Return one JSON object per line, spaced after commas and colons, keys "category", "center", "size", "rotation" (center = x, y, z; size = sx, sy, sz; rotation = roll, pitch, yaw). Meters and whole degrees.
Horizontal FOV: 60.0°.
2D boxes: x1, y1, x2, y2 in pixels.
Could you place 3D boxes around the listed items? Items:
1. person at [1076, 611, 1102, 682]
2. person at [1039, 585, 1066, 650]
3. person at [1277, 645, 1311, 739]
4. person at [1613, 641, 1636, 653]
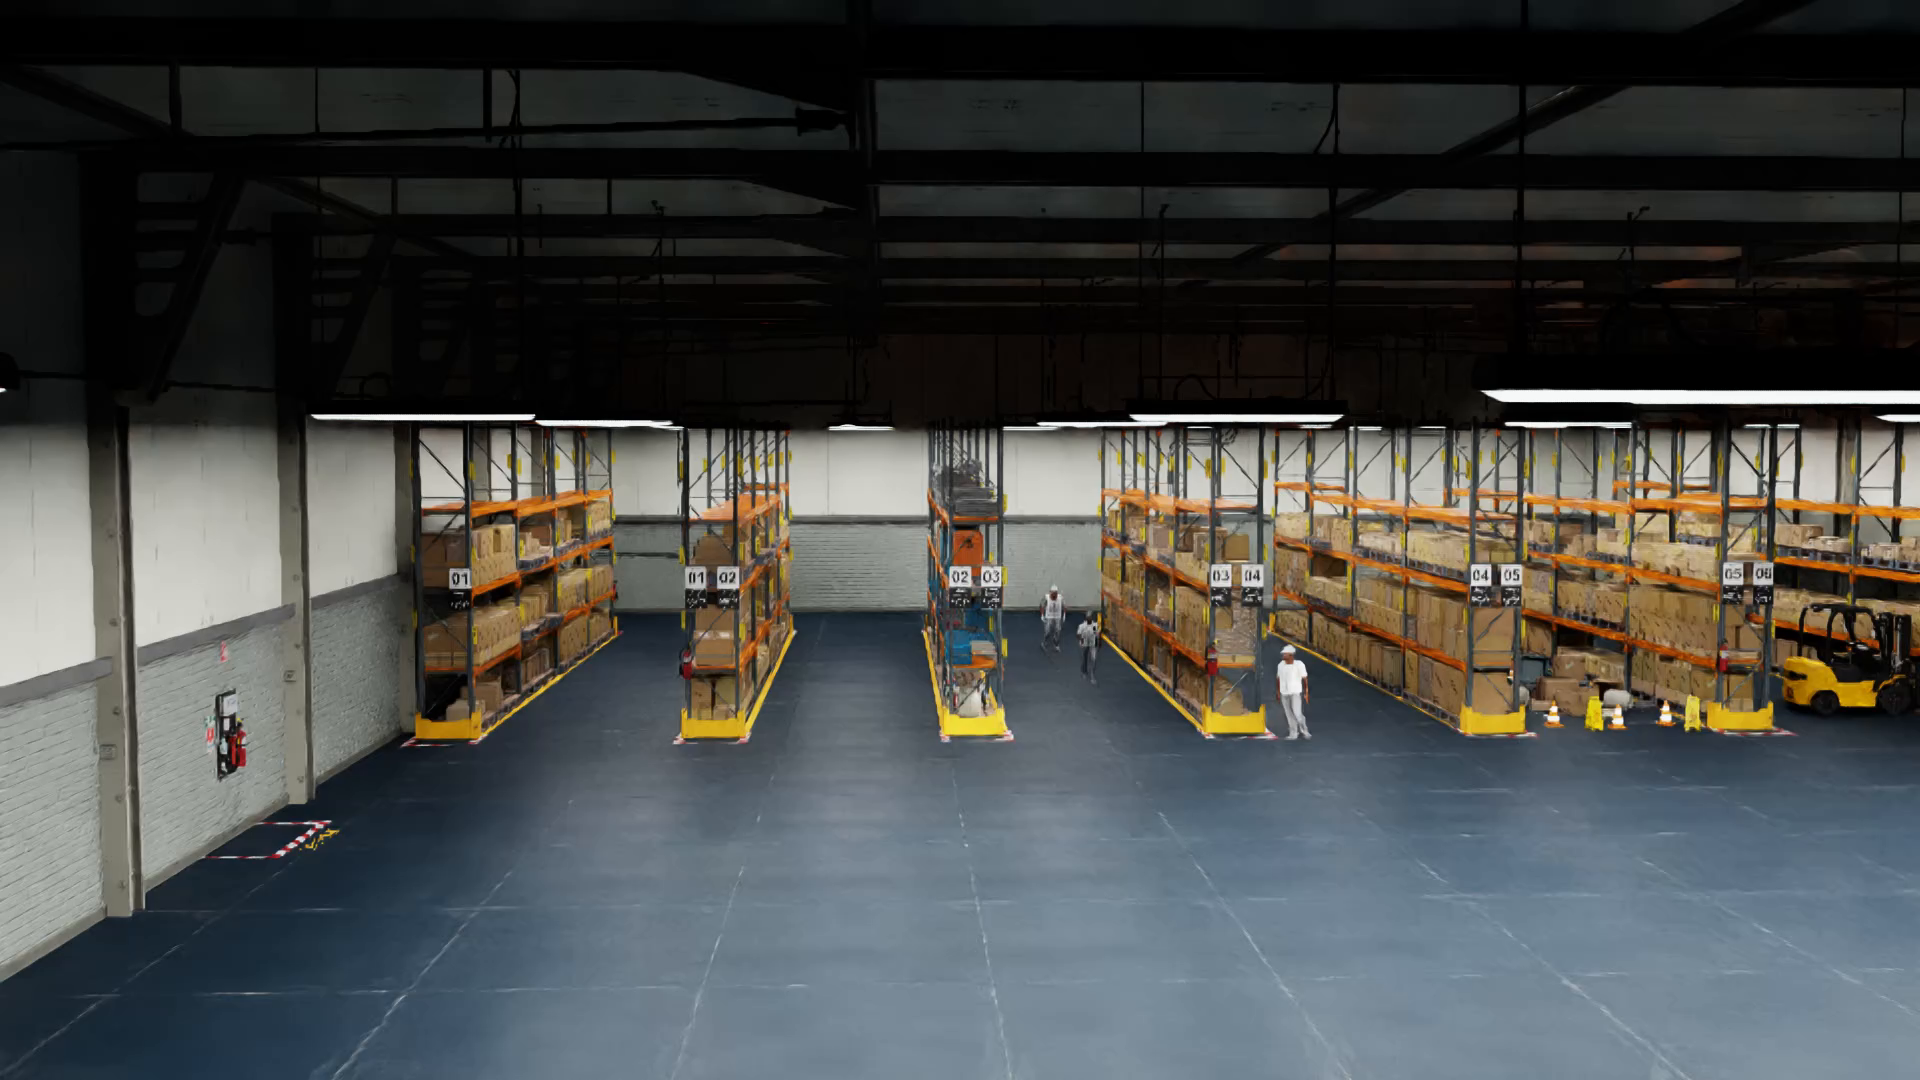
{"category": "person", "center": [2.964, 2.427, 38.215], "size": [0.609, 1.615, 0.807], "rotation": [0, 4, 3]}
{"category": "person", "center": [2.421, 2.036, 43.376], "size": [0.702, 1.734, 0.549], "rotation": [0, 4, -4]}
{"category": "person", "center": [6.205, 2.828, 30.888], "size": [0.680, 1.755, 0.455], "rotation": [3, 5, 40]}
{"category": "person", "center": [17.236, 2.079, 43.090], "size": [0.556, 1.638, 0.588], "rotation": [1, 4, 22]}
